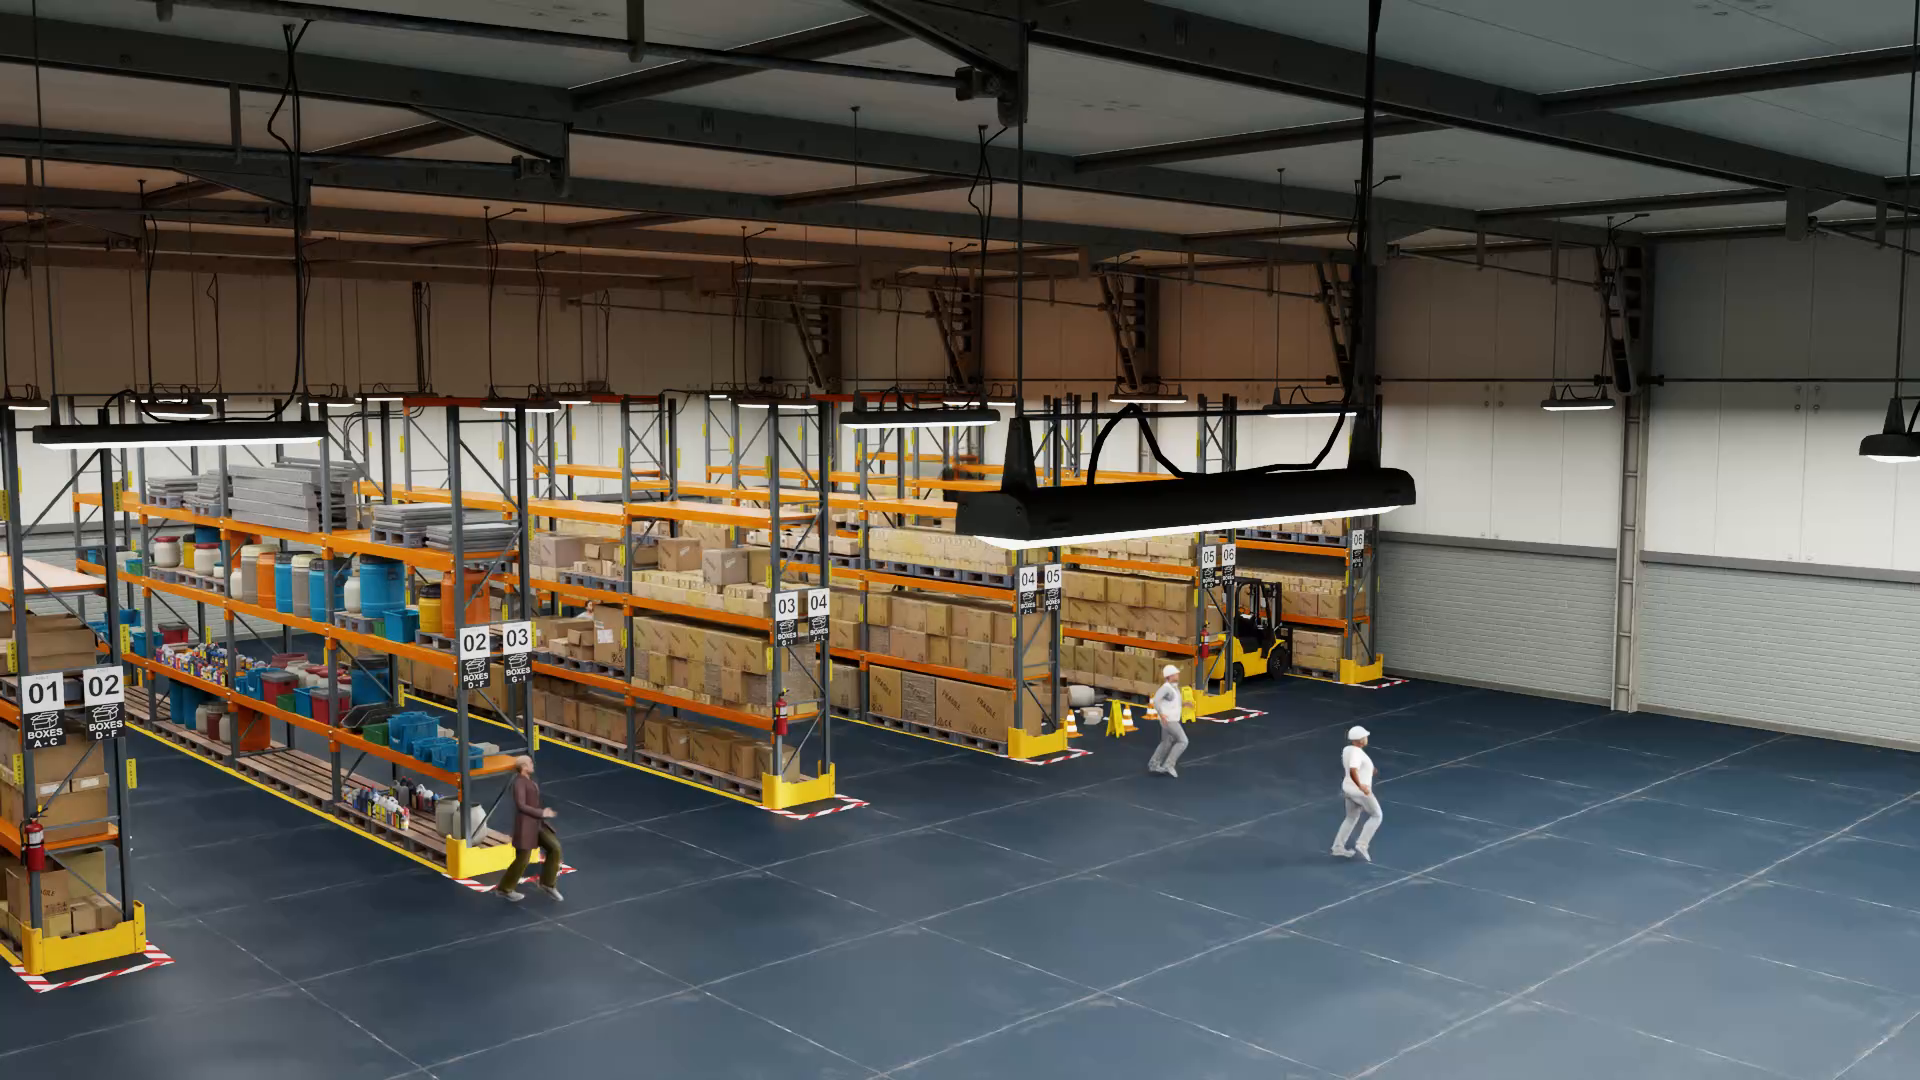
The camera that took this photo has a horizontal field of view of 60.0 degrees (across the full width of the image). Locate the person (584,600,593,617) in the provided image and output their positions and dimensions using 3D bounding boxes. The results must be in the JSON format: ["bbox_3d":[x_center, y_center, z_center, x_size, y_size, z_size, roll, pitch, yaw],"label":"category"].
[{"bbox_3d":[-7.851,2.092,35.386,0.585,1.633,0.547,5,7,42],"label":"person"}]

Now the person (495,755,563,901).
[{"bbox_3d":[-5.215,3.499,20.231,0.814,1.756,0.759,1,6,6],"label":"person"}]

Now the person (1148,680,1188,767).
[{"bbox_3d":[3.339,2.939,26.630,0.639,1.442,0.446,1,6,7],"label":"person"}]

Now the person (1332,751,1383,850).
[{"bbox_3d":[5.220,3.416,21.926,0.652,1.373,0.654,-2,6,-15],"label":"person"}]
